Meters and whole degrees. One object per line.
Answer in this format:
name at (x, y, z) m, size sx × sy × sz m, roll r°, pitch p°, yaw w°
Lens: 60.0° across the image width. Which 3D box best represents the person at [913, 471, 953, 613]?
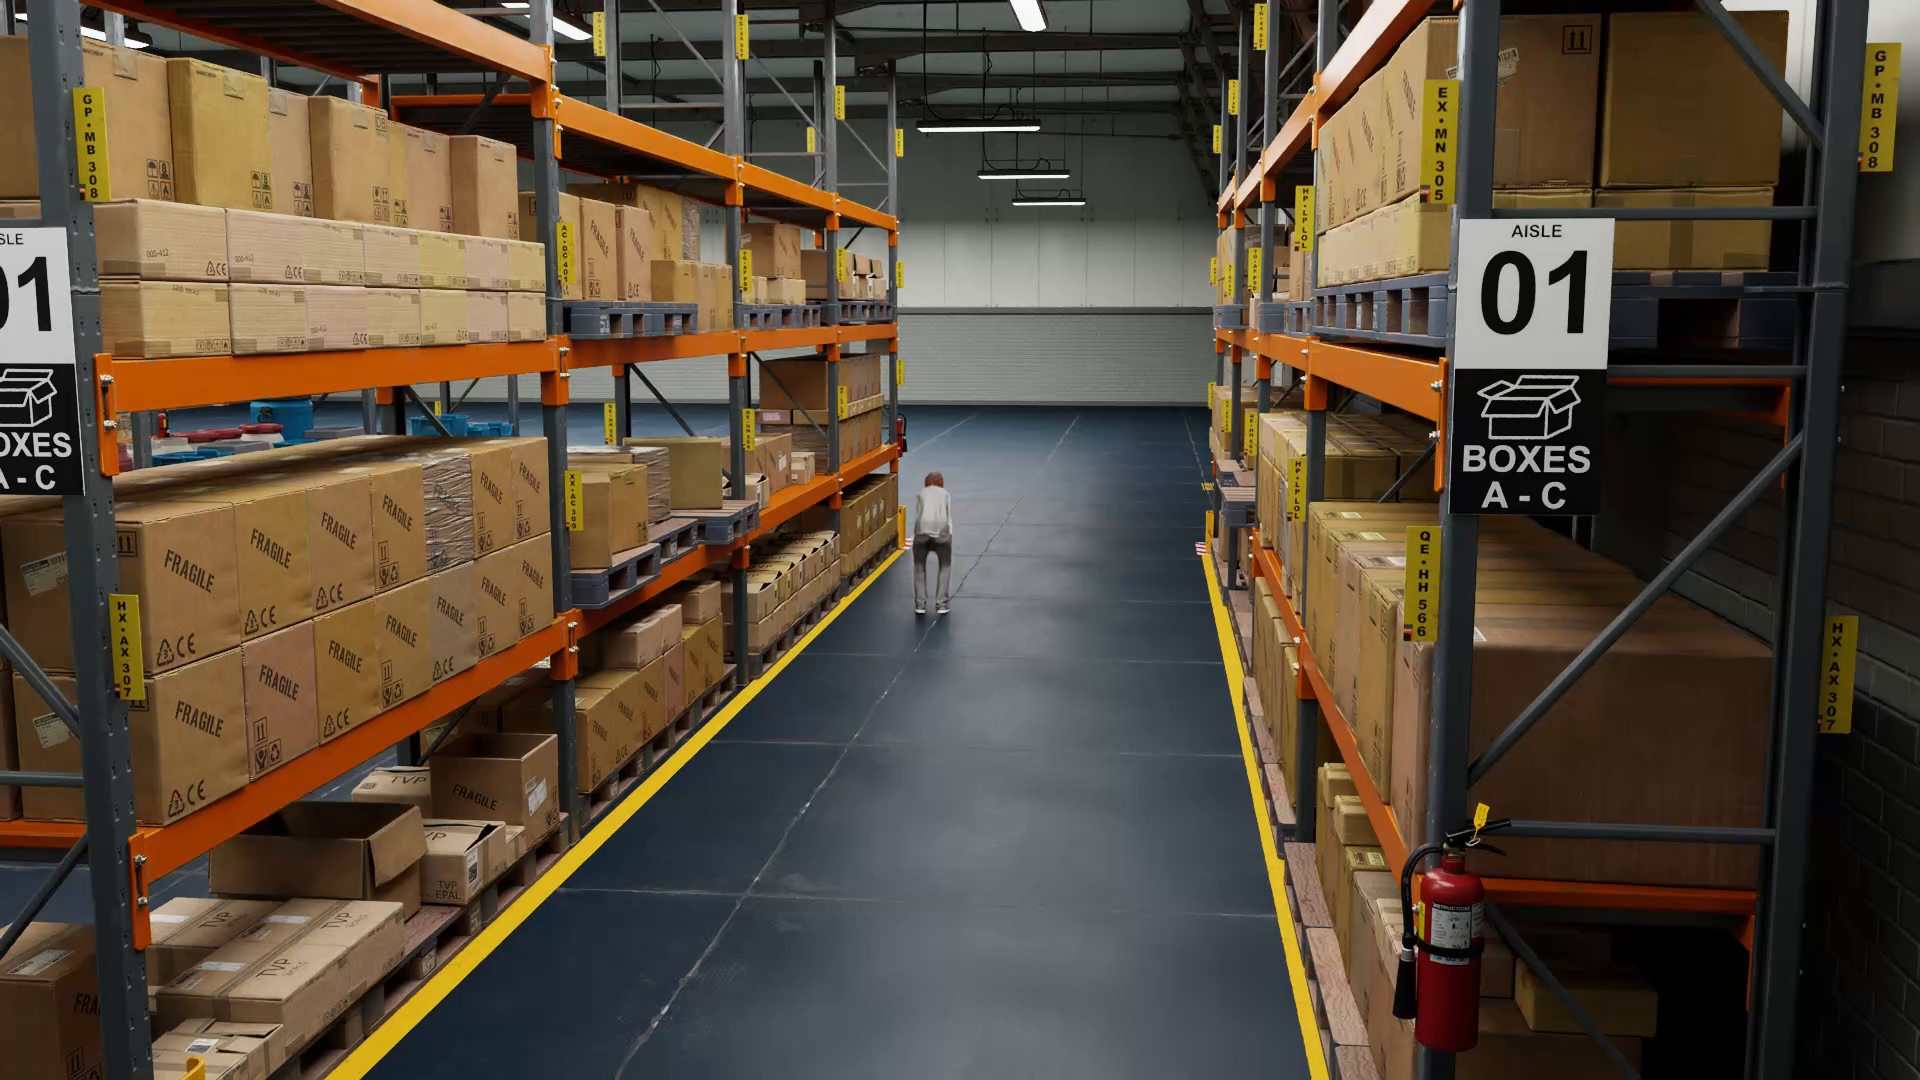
person at (-0.262, 0.043, 16.526) m, size 0.378 × 1.331 × 0.728 m, roll 1°, pitch 8°, yaw 4°
